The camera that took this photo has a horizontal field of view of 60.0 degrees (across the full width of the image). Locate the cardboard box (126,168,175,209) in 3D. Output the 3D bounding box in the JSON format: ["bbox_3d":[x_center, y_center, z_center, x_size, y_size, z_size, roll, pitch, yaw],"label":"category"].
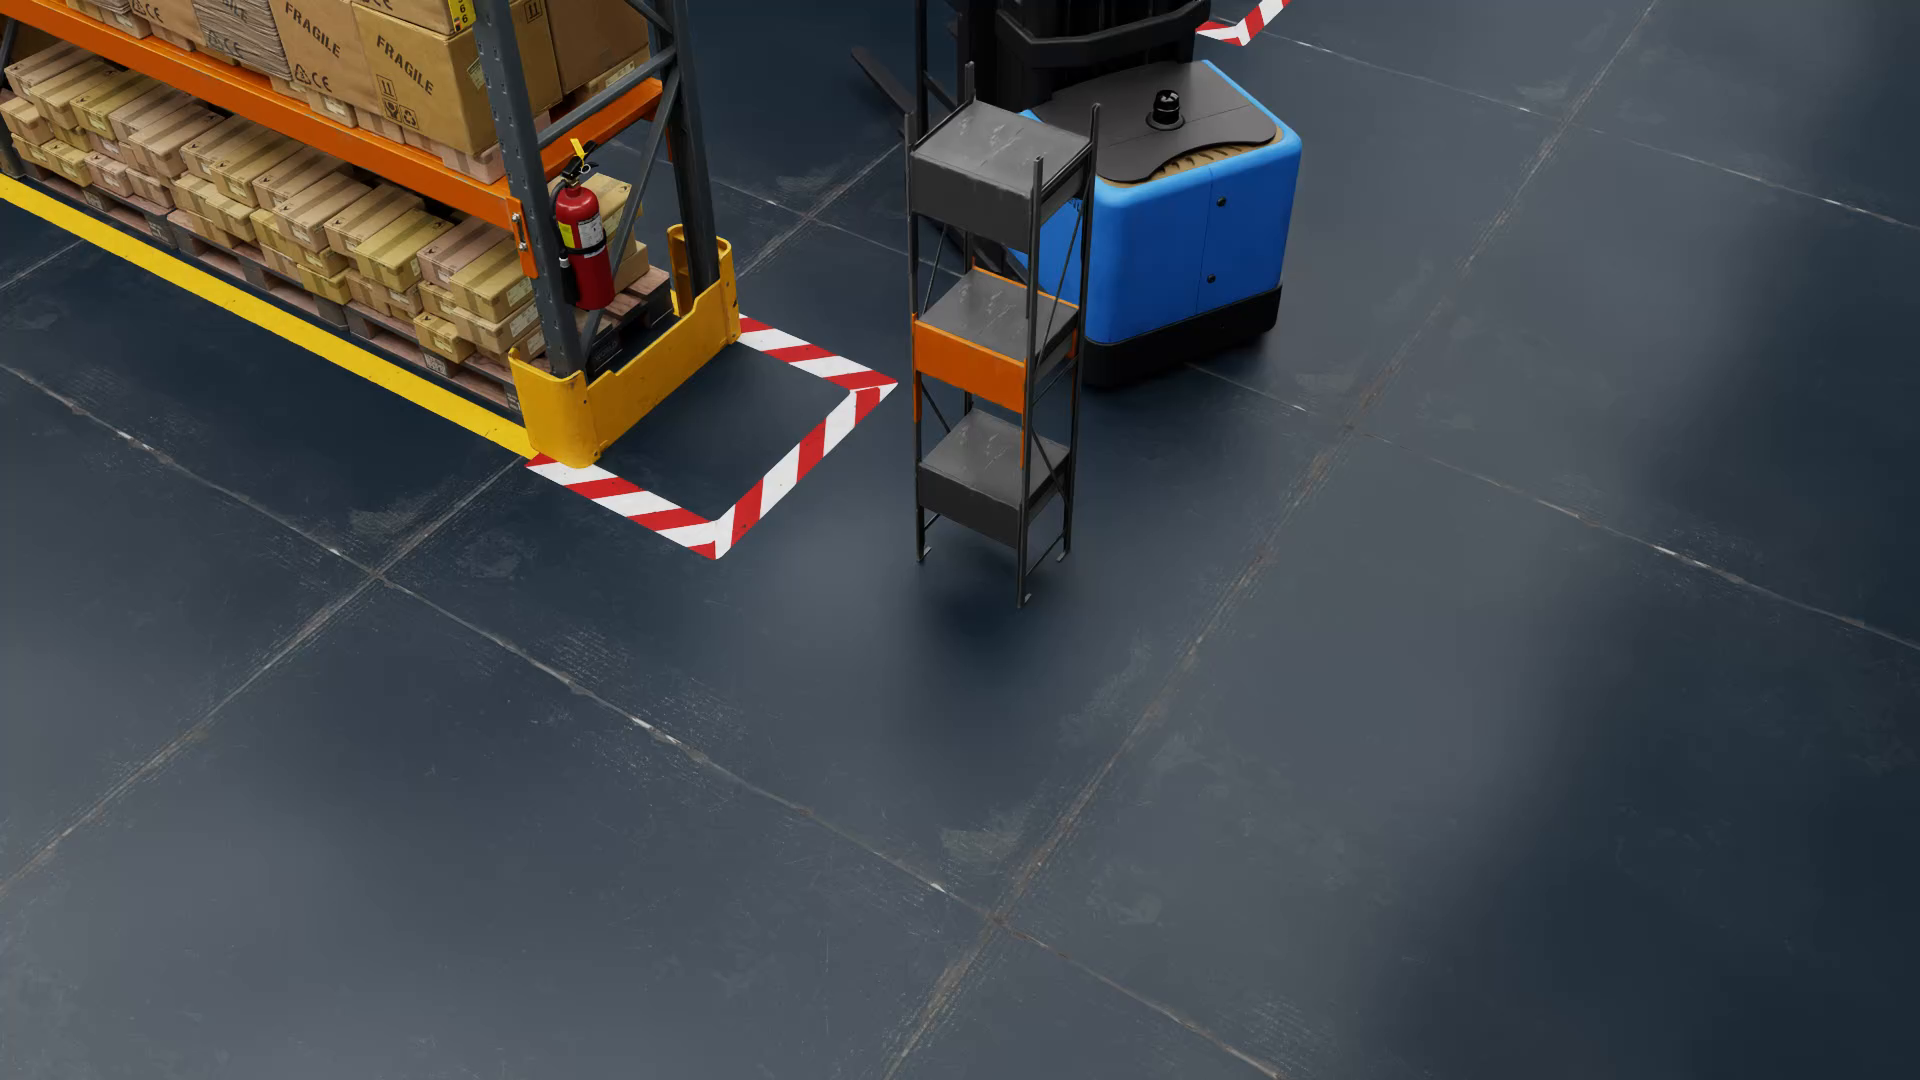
[{"bbox_3d":[-3.946,-1.859,8.381,0.250,0.149,0.380,24,50,21],"label":"cardboard box"}]

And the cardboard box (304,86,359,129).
[{"bbox_3d":[-2.477,-1.888,6.890,0.250,0.149,0.380,26,51,23],"label":"cardboard box"}]

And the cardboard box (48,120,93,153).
[{"bbox_3d":[-4.387,-2.156,8.463,0.250,0.149,0.380,25,51,22],"label":"cardboard box"}]

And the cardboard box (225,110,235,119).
[{"bbox_3d":[-3.492,-2.170,8.476,0.250,0.149,0.380,26,51,23],"label":"cardboard box"}]

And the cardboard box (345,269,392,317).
[{"bbox_3d":[-2.632,-1.239,7.779,0.250,0.149,0.380,25,51,22],"label":"cardboard box"}]

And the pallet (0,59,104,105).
[{"bbox_3d":[-5.437,-2.605,9.356,1.213,0.211,1.003,25,51,22],"label":"pallet"}]

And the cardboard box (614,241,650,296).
[{"bbox_3d":[-1.682,-1.277,7.816,0.250,0.149,0.380,26,51,23],"label":"cardboard box"}]

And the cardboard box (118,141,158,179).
[{"bbox_3d":[-3.937,-1.977,8.289,0.250,0.149,0.380,22,50,20],"label":"cardboard box"}]

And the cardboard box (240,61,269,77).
[{"bbox_3d":[-2.878,-2.148,7.143,0.250,0.149,0.380,23,50,21],"label":"cardboard box"}]

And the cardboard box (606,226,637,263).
[{"bbox_3d":[-1.717,-1.342,7.672,0.250,0.149,0.380,27,52,24],"label":"cardboard box"}]

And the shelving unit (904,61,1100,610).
[{"bbox_3d":[0.139,-0.668,6.157,0.503,2.100,0.431,25,51,22],"label":"shelving unit"}]

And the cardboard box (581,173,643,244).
[{"bbox_3d":[-1.672,-1.496,7.614,0.250,0.149,0.380,23,50,20],"label":"cardboard box"}]

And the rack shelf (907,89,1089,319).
[{"bbox_3d":[0.139,-1.146,5.664,0.480,0.518,0.431,25,51,22],"label":"rack shelf"}]

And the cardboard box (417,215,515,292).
[{"bbox_3d":[-2.177,-1.272,7.397,0.250,0.149,0.380,26,51,23],"label":"cardboard box"}]

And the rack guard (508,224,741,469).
[{"bbox_3d":[-1.478,-0.886,7.484,0.348,0.500,1.175,25,51,22],"label":"rack guard"}]

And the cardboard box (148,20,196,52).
[{"bbox_3d":[-3.334,-2.326,7.315,0.250,0.149,0.380,27,51,23],"label":"cardboard box"}]

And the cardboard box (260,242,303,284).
[{"bbox_3d":[-3.100,-1.418,7.953,0.250,0.149,0.380,26,51,23],"label":"cardboard box"}]

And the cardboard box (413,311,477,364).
[{"bbox_3d":[-2.241,-0.997,7.544,0.250,0.149,0.380,26,51,23],"label":"cardboard box"}]

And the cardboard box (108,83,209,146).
[{"bbox_3d":[-3.932,-2.081,8.182,0.250,0.149,0.380,23,50,21],"label":"cardboard box"}]

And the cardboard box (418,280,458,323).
[{"bbox_3d":[-2.203,-1.150,7.486,0.250,0.149,0.380,24,50,21],"label":"cardboard box"}]

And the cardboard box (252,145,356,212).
[{"bbox_3d":[-3.066,-1.674,7.787,0.250,0.149,0.380,23,50,21],"label":"cardboard box"}]

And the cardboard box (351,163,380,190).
[{"bbox_3d":[-2.853,-1.814,8.131,0.250,0.149,0.380,27,52,24],"label":"cardboard box"}]

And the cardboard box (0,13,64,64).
[{"bbox_3d":[-5.260,-2.998,9.244,0.500,0.500,0.500,27,51,24],"label":"cardboard box"}]

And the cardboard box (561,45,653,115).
[{"bbox_3d":[-1.510,-1.964,6.964,0.250,0.149,0.380,24,51,22],"label":"cardboard box"}]

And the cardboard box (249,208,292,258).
[{"bbox_3d":[-3.099,-1.520,7.845,0.250,0.149,0.380,27,52,24],"label":"cardboard box"}]

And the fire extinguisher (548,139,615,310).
[{"bbox_3d":[-1.451,-1.195,6.355,0.183,0.674,0.296,25,51,22],"label":"fire extinguisher"}]

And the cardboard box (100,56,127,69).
[{"bbox_3d":[-4.341,-2.656,8.742,0.250,0.149,0.380,26,51,23],"label":"cardboard box"}]

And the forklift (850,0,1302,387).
[{"bbox_3d":[0.374,-2.777,7.627,1.130,2.935,3.031,-20,49,-19],"label":"forklift"}]

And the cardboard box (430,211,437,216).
[{"bbox_3d":[-2.582,-1.627,8.157,0.250,0.149,0.380,25,51,22],"label":"cardboard box"}]

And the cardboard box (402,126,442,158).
[{"bbox_3d":[-2.030,-1.715,6.722,0.250,0.149,0.380,25,51,22],"label":"cardboard box"}]

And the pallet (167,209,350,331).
[{"bbox_3d":[-3.166,-1.594,8.374,1.213,0.211,1.003,25,51,22],"label":"pallet"}]

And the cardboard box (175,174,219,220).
[{"bbox_3d":[-3.540,-1.720,8.040,0.250,0.149,0.380,24,51,22],"label":"cardboard box"}]

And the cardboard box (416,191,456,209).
[{"bbox_3d":[-2.365,-1.751,7.862,0.250,0.149,0.380,22,50,20],"label":"cardboard box"}]

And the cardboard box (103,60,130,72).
[{"bbox_3d":[-4.344,-2.603,8.897,0.250,0.149,0.380,26,51,23],"label":"cardboard box"}]

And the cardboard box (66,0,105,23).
[{"bbox_3d":[-3.806,-2.509,7.494,0.250,0.149,0.380,26,51,23],"label":"cardboard box"}]

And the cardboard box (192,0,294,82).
[{"bbox_3d":[-2.794,-2.278,6.817,0.500,0.500,0.500,25,51,22],"label":"cardboard box"}]

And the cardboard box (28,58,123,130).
[{"bbox_3d":[-4.403,-2.236,8.333,0.250,0.149,0.380,27,52,24],"label":"cardboard box"}]

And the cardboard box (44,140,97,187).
[{"bbox_3d":[-4.424,-1.992,8.511,0.250,0.149,0.380,26,51,23],"label":"cardboard box"}]

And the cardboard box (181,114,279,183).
[{"bbox_3d":[-3.488,-1.877,7.985,0.250,0.149,0.380,23,50,21],"label":"cardboard box"}]

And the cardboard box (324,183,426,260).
[{"bbox_3d":[-2.647,-1.434,7.554,0.250,0.149,0.380,23,50,21],"label":"cardboard box"}]

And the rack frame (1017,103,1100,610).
[{"bbox_3d":[0.345,-0.573,6.065,0.015,2.100,0.400,25,51,22],"label":"rack frame"}]

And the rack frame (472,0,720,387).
[{"bbox_3d":[-1.414,-1.728,6.559,0.127,3.000,1.000,25,51,22],"label":"rack frame"}]

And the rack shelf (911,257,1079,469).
[{"bbox_3d":[0.139,-0.658,6.166,0.480,0.518,0.431,25,51,22],"label":"rack shelf"}]

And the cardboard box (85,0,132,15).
[{"bbox_3d":[-3.675,-2.667,7.195,0.500,0.500,0.500,24,50,21],"label":"cardboard box"}]

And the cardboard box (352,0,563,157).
[{"bbox_3d":[-1.931,-1.885,6.435,0.500,0.500,0.500,26,51,23],"label":"cardboard box"}]

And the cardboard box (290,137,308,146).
[{"bbox_3d":[-3.054,-2.033,8.136,0.250,0.149,0.380,25,51,22],"label":"cardboard box"}]

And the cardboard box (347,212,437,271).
[{"bbox_3d":[-2.622,-1.383,7.712,0.250,0.149,0.380,24,51,22],"label":"cardboard box"}]

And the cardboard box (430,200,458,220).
[{"bbox_3d":[-2.328,-1.689,8.009,0.250,0.149,0.380,26,51,23],"label":"cardboard box"}]

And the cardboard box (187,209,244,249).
[{"bbox_3d":[-3.534,-1.617,8.146,0.250,0.149,0.380,23,50,21],"label":"cardboard box"}]
